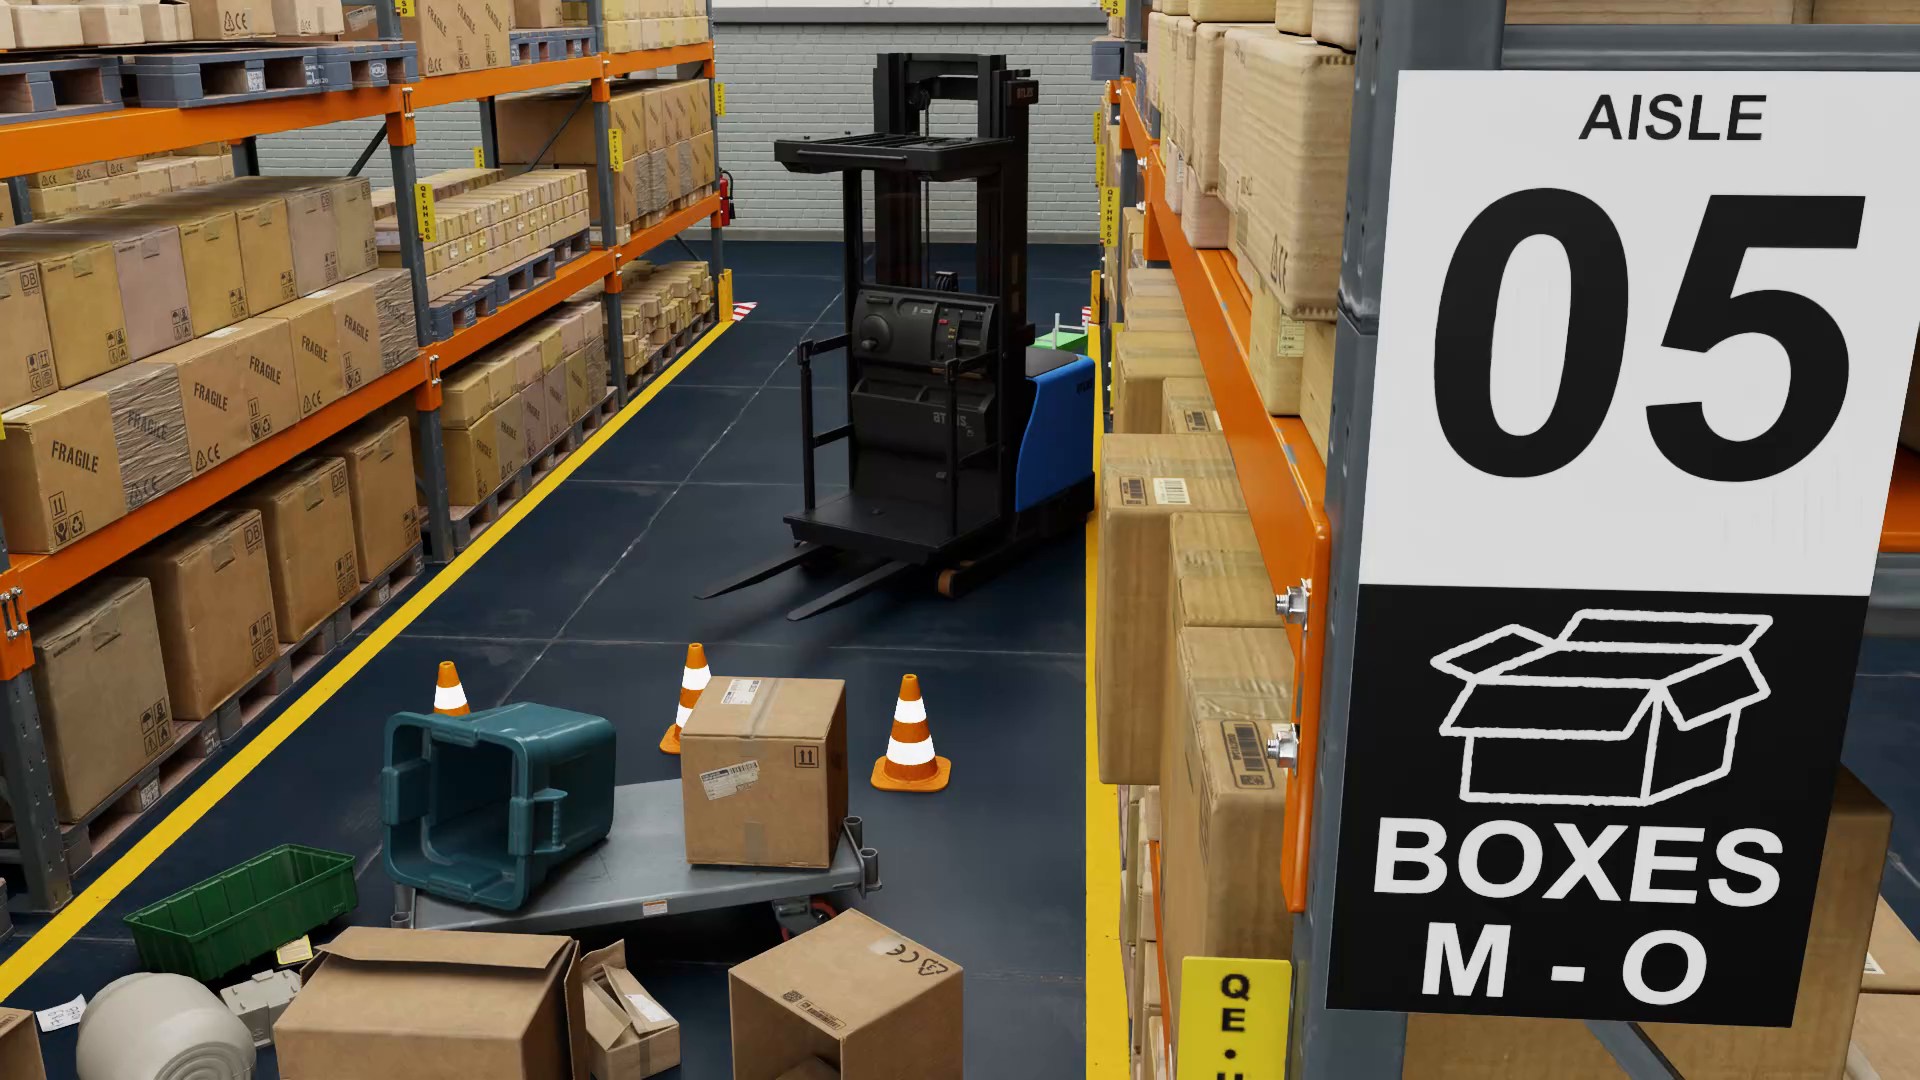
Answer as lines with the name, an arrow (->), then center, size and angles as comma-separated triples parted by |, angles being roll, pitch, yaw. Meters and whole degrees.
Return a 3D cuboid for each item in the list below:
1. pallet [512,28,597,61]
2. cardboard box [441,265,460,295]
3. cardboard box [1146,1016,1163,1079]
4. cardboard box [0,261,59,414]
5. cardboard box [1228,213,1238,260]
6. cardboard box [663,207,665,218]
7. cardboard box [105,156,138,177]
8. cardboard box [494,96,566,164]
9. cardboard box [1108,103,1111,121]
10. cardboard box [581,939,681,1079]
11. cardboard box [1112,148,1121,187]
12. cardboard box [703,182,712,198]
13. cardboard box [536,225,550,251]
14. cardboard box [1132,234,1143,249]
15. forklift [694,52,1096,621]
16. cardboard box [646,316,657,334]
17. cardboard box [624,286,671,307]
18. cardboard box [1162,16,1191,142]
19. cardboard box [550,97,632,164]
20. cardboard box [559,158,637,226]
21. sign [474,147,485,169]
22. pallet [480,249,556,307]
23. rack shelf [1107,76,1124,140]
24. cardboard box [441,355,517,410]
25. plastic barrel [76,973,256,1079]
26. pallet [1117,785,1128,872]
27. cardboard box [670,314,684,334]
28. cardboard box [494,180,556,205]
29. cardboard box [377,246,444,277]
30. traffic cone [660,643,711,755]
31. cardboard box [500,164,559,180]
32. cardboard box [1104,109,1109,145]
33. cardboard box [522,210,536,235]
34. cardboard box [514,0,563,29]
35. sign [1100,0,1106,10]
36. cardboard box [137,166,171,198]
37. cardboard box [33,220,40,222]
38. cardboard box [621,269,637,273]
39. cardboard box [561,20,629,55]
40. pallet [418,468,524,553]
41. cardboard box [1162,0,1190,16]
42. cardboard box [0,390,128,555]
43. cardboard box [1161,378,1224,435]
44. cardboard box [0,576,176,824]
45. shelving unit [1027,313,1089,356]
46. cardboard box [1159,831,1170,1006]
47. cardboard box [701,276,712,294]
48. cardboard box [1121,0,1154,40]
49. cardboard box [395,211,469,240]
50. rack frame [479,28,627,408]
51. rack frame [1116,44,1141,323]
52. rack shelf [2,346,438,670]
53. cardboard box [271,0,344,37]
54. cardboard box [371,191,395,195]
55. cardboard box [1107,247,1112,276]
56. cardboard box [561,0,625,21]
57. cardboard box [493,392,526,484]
pallet -> -3.427, -3.692, 12.357 | 1.213, 0.211, 1.003 | 1, 18, 4
cardboard box -> -3.310, -1.601, 10.220 | 0.380, 0.149, 0.250 | 2, 18, 7
cardboard box -> 0.682, 1.438, 3.754 | 0.500, 0.500, 0.500 | 1, 18, 3
cardboard box -> -3.820, -0.738, 6.090 | 0.700, 0.500, 0.500 | 1, 18, 3
cardboard box -> 0.674, -0.559, 2.899 | 0.380, 0.149, 0.250 | 1, 18, 2
cardboard box -> -2.911, -3.001, 15.167 | 0.380, 0.149, 0.250 | 2, 18, 6
cardboard box -> -7.851, -3.571, 15.063 | 0.500, 0.500, 0.500 | 1, 18, 2
cardboard box -> -3.512, -3.361, 13.620 | 0.500, 0.500, 0.500 | 1, 18, 2
cardboard box -> 1.373, -3.400, 13.173 | 0.380, 0.149, 0.250 | 1, 18, 3
cardboard box -> -1.104, 1.523, 5.349 | 0.258, 0.266, 0.396 | -13, 22, -34
cardboard box -> 1.228, -2.226, 10.634 | 0.500, 0.500, 0.500 | 1, 18, 4
cardboard box -> -2.731, -3.561, 16.875 | 0.380, 0.149, 0.250 | 1, 18, 4
cardboard box -> -3.178, -2.175, 11.973 | 0.380, 0.149, 0.250 | 1, 18, 2
cardboard box -> 1.057, -1.150, 7.804 | 0.500, 0.500, 0.500 | 2, 18, 5
forklift -> -0.329, -1.227, 9.461 | 1.130, 2.935, 3.031 | 11, 21, 30
cardboard box -> -2.956, -1.962, 15.021 | 0.380, 0.149, 0.250 | 2, 18, 6
cardboard box -> -2.907, -2.260, 15.451 | 0.380, 0.149, 0.250 | 1, 18, 4
cardboard box -> 0.714, -1.031, 3.697 | 0.500, 0.250, 0.500 | 1, 18, 4
cardboard box -> -3.001, -3.344, 13.567 | 0.500, 0.500, 0.500 | 2, 18, 5
cardboard box -> -2.989, -2.882, 13.764 | 0.500, 0.500, 0.500 | 1, 18, 3
sign -> -3.818, -2.966, 13.268 | 0.100, 0.325, 0.005 | 1, 18, 4
pallet -> -3.462, -1.827, 11.491 | 1.003, 0.211, 1.213 | 1, 18, 4
rack shelf -> 1.525, -2.928, 10.881 | 1.077, 0.370, 4.000 | 1, 18, 4
cardboard box -> -3.236, -1.037, 10.907 | 0.500, 0.250, 0.500 | 1, 18, 3
plastic barrel -> -2.401, 1.550, 5.012 | 0.512, 0.421, 0.421 | 17, 25, 41
pallet -> 1.149, 1.102, 6.721 | 1.003, 0.211, 1.213 | 1, 18, 4
cardboard box -> -2.842, -2.060, 15.796 | 0.380, 0.149, 0.250 | 2, 18, 5
cardboard box -> -3.168, -2.534, 12.112 | 0.380, 0.149, 0.250 | 1, 18, 4
cardboard box -> -3.328, -1.670, 9.954 | 0.380, 0.149, 0.250 | 2, 18, 6
traffic cone -> -1.189, 0.695, 7.558 | 0.336, 0.463, 0.334 | 1, 18, 4
cardboard box -> -3.523, -2.891, 13.789 | 0.500, 0.500, 0.500 | 1, 18, 4
cardboard box -> 1.498, -3.457, 14.390 | 0.500, 0.500, 0.500 | 2, 18, 5
cardboard box -> -3.199, -2.229, 11.660 | 0.380, 0.149, 0.250 | 1, 18, 4
cardboard box -> -3.413, -4.102, 12.473 | 0.700, 0.500, 0.500 | 1, 18, 4
sign -> 1.115, -4.187, 12.608 | 0.100, 0.325, 0.005 | 1, 18, 4
cardboard box -> -7.806, -3.366, 15.641 | 0.500, 0.250, 0.500 | 1, 18, 4
cardboard box -> -7.863, -2.652, 14.104 | 0.380, 0.149, 0.250 | 1, 18, 4
cardboard box -> -3.412, -2.596, 16.477 | 0.380, 0.149, 0.250 | 1, 18, 4
cardboard box -> -2.980, -4.037, 13.350 | 0.500, 0.250, 0.500 | 2, 18, 7
pallet -> -3.506, -0.220, 10.757 | 1.003, 0.211, 1.213 | 1, 18, 4
cardboard box -> 0.684, -1.332, 3.975 | 0.380, 0.149, 0.250 | 1, 18, 4
cardboard box -> -3.544, -0.265, 6.255 | 0.500, 0.500, 0.500 | 1, 18, 5
cardboard box -> 0.779, -0.036, 3.472 | 0.700, 0.500, 0.500 | 1, 18, 4
cardboard box -> -3.895, 0.614, 6.670 | 1.050, 0.750, 0.750 | 1, 18, 4
shelving unit -> 0.635, -0.876, 11.169 | 0.258, 1.200, 0.503 | 10, 21, 28
cardboard box -> 0.652, 0.587, 3.177 | 0.500, 0.500, 0.500 | 1, 18, 4
cardboard box -> -2.743, -2.603, 16.977 | 0.380, 0.149, 0.250 | 1, 18, 2
cardboard box -> 1.258, -3.018, 9.159 | 0.797, 0.503, 0.637 | 0, 18, 1
cardboard box -> -3.298, -1.965, 10.375 | 0.380, 0.149, 0.250 | 1, 18, 4
rack frame -> -3.276, -2.545, 13.373 | 1.000, 3.000, 0.127 | 1, 18, 4
rack frame -> 1.381, -1.224, 9.340 | 1.000, 3.000, 0.127 | 1, 18, 4
rack shelf -> -3.706, -0.340, 7.798 | 1.077, 0.370, 4.000 | 1, 18, 4
cardboard box -> -3.339, -2.602, 8.037 | 0.500, 0.311, 0.500 | 1, 18, 4
cardboard box -> -3.871, -2.311, 11.431 | 0.380, 0.149, 0.250 | 2, 18, 6
cardboard box -> 1.212, -1.865, 10.735 | 0.500, 0.250, 0.500 | 1, 18, 2
cardboard box -> -3.003, -4.281, 13.291 | 0.500, 0.250, 0.500 | 2, 18, 6
cardboard box -> -3.225, -0.685, 11.035 | 0.500, 0.500, 0.500 | 1, 18, 5
